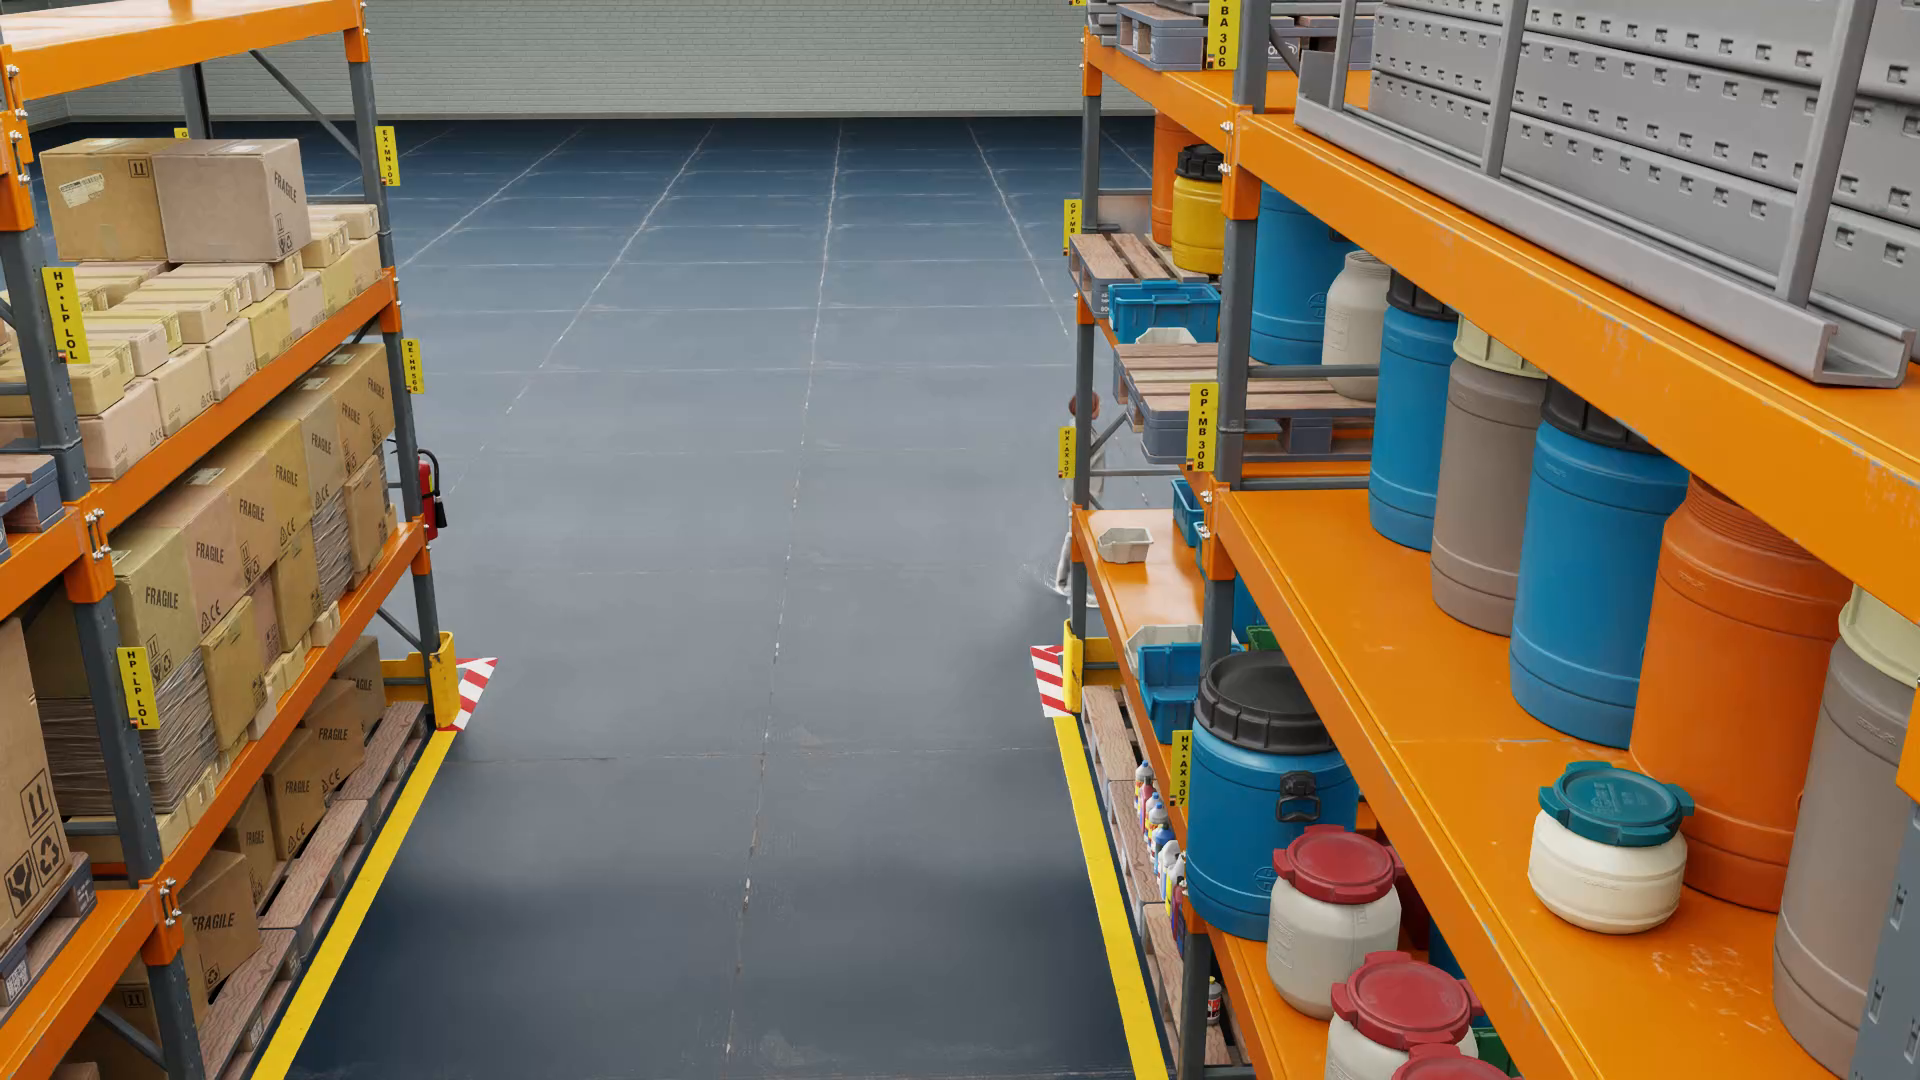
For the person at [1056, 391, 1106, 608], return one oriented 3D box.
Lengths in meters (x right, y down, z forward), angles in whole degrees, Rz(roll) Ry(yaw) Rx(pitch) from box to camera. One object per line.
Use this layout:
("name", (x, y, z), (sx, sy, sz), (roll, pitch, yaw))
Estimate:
("person", (0.875, -0.295, 11.926), (0.338, 1.634, 0.406), (-1, 21, -2))
